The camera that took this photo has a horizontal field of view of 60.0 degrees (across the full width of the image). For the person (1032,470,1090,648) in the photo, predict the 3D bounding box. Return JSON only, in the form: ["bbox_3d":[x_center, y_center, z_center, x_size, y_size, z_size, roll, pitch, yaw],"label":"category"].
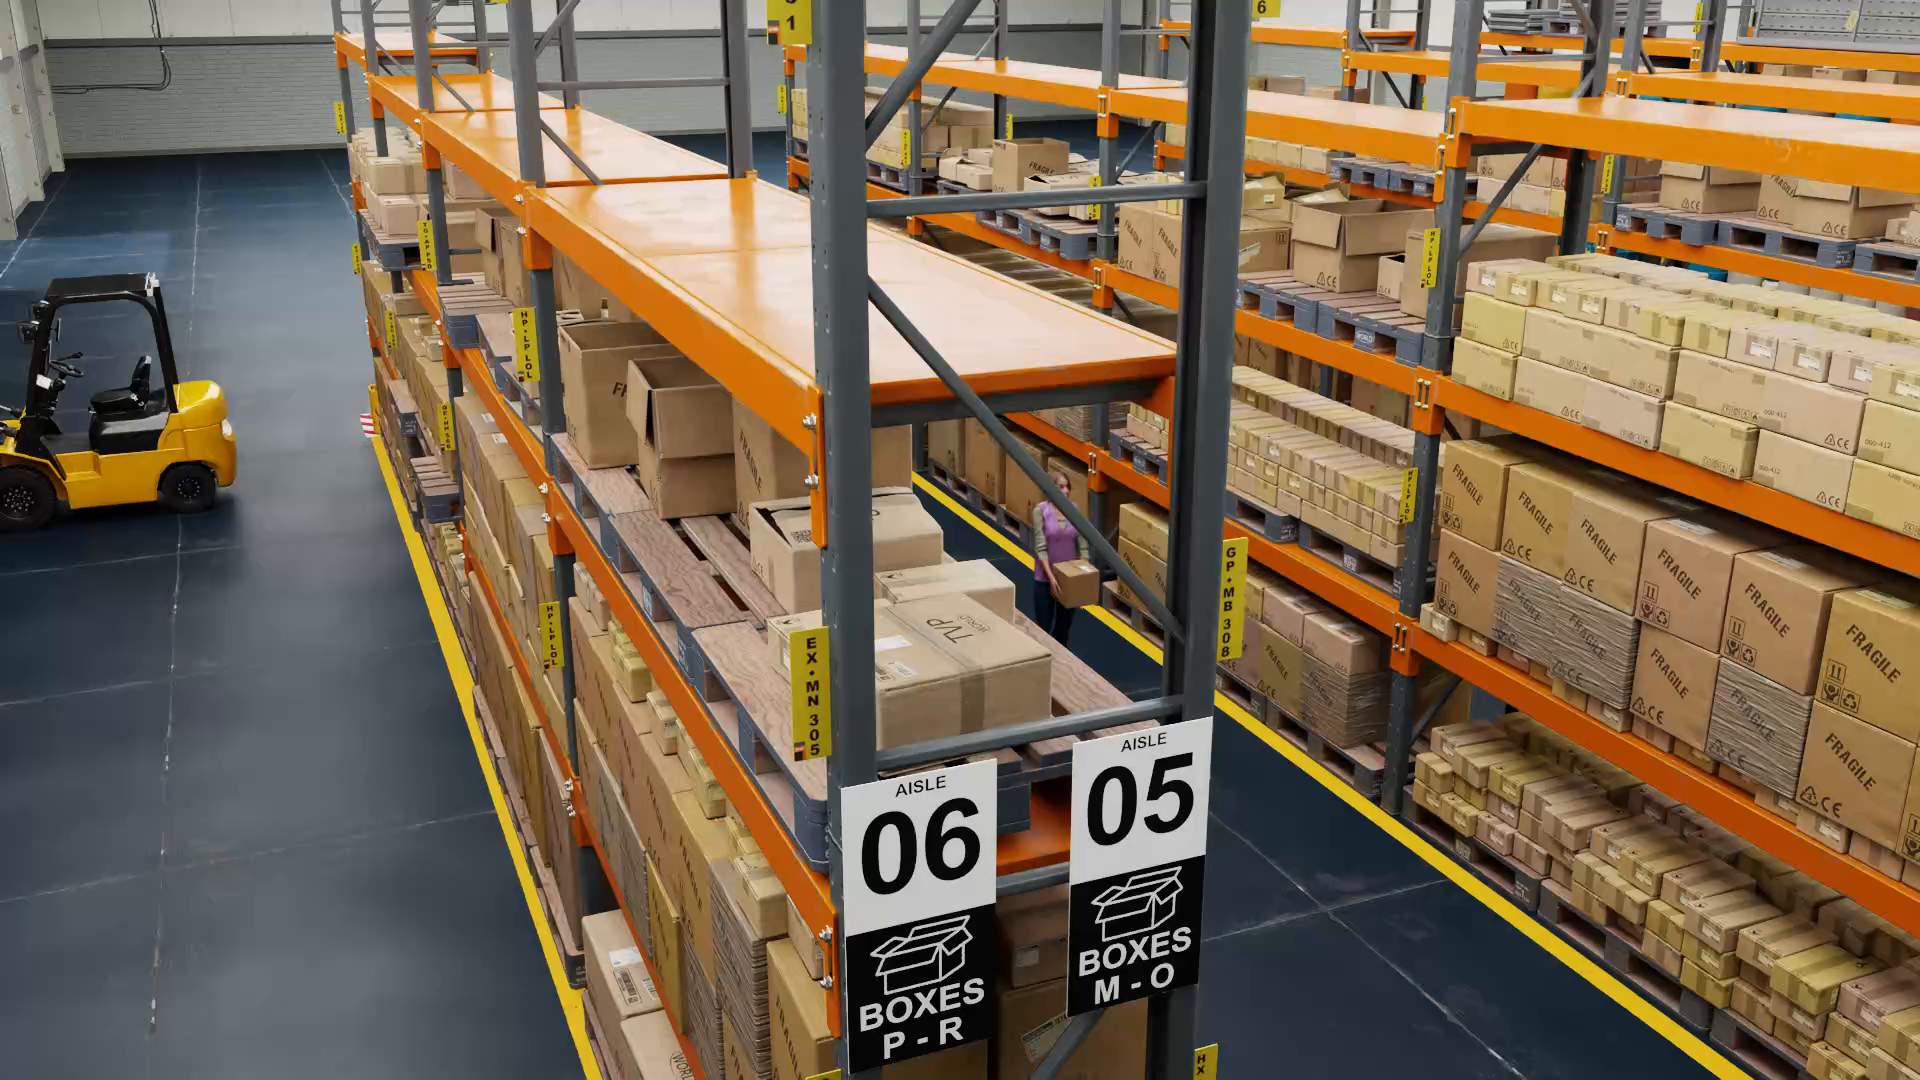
[{"bbox_3d":[0.718,0.301,11.941,0.453,1.601,0.446,-8,21,-23],"label":"person"}]
